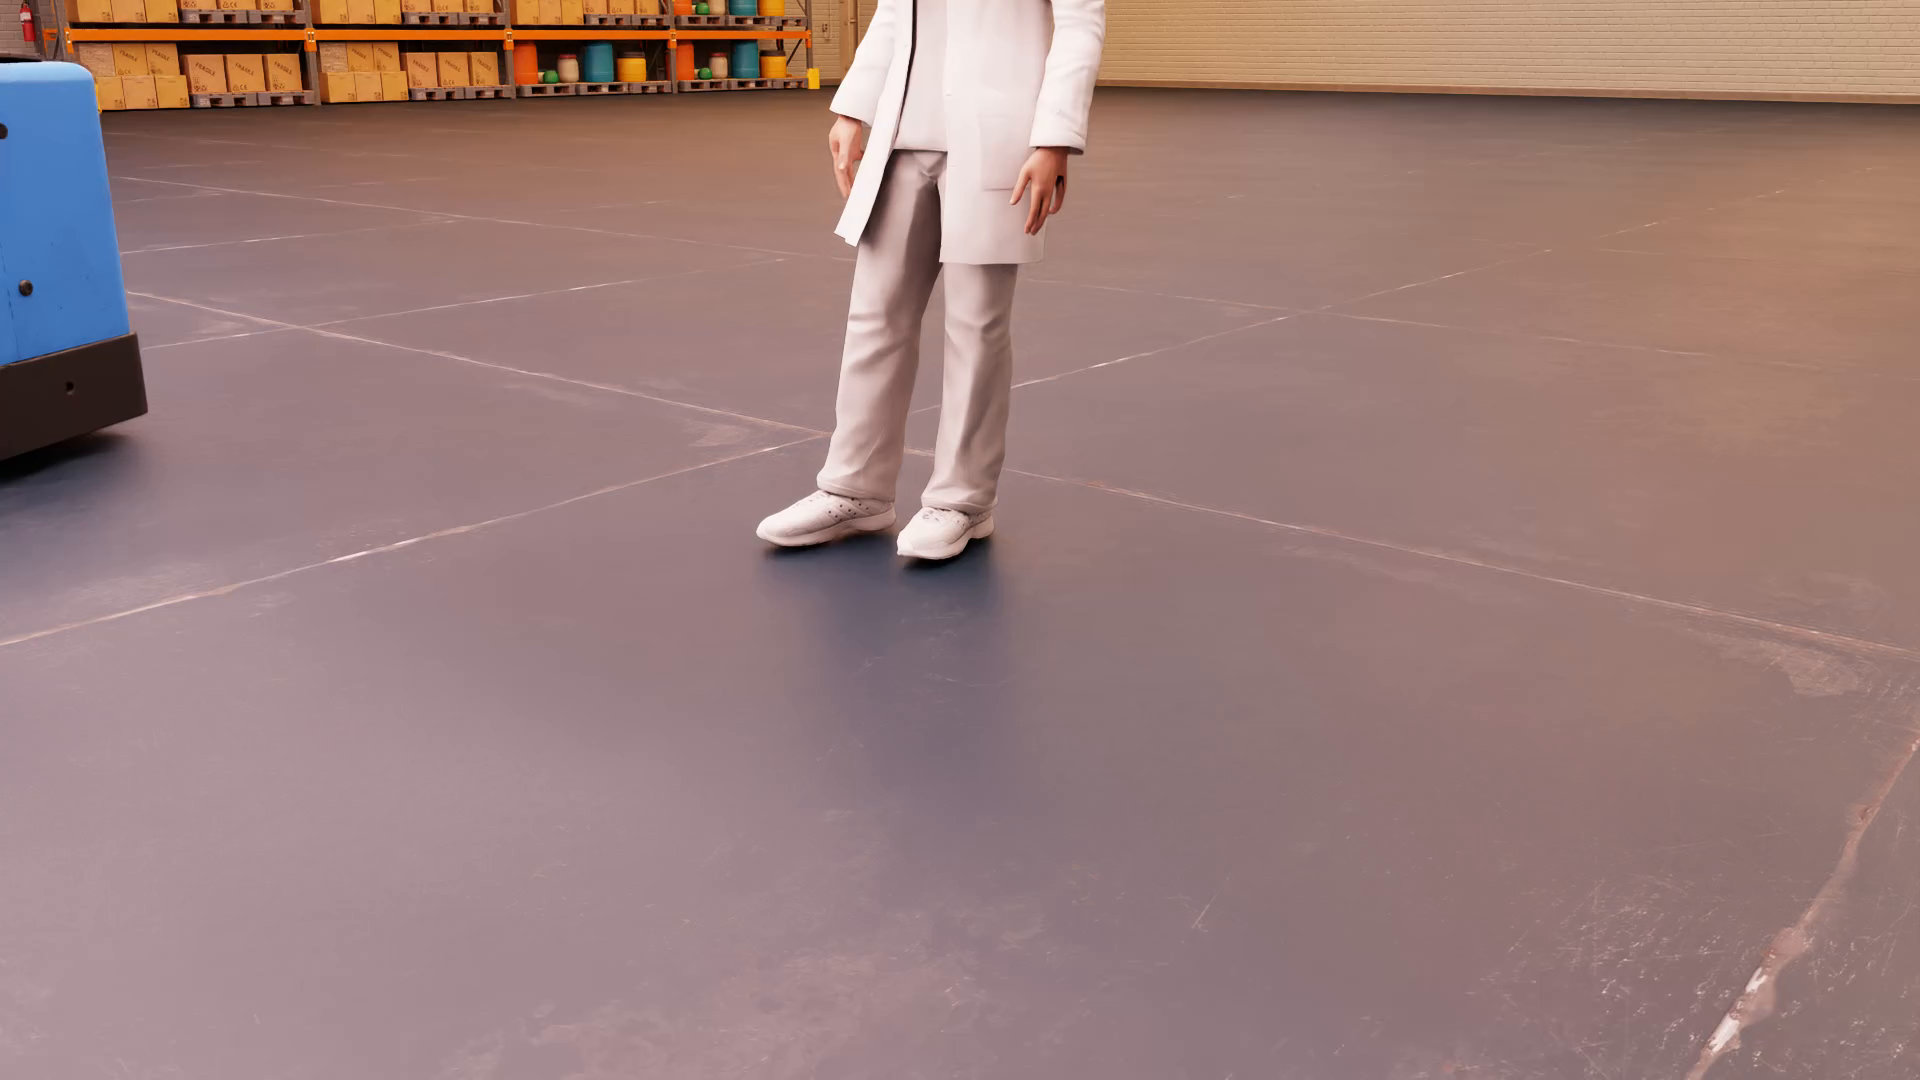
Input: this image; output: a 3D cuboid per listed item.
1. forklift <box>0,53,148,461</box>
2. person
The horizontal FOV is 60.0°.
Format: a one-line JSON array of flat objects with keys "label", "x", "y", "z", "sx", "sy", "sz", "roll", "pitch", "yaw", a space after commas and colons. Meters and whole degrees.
[{"label": "forklift", "x": -3.981, "y": -1.667, "z": 4.389, "sx": 3.031, "sy": 2.935, "sz": 1.130, "roll": 3, "pitch": 17, "yaw": 11}, {"label": "person", "x": -0.061, "y": -0.838, "z": 3.616, "sx": 0.698, "sy": 1.777, "sz": 0.578, "roll": 13, "pitch": 21, "yaw": 37}]
